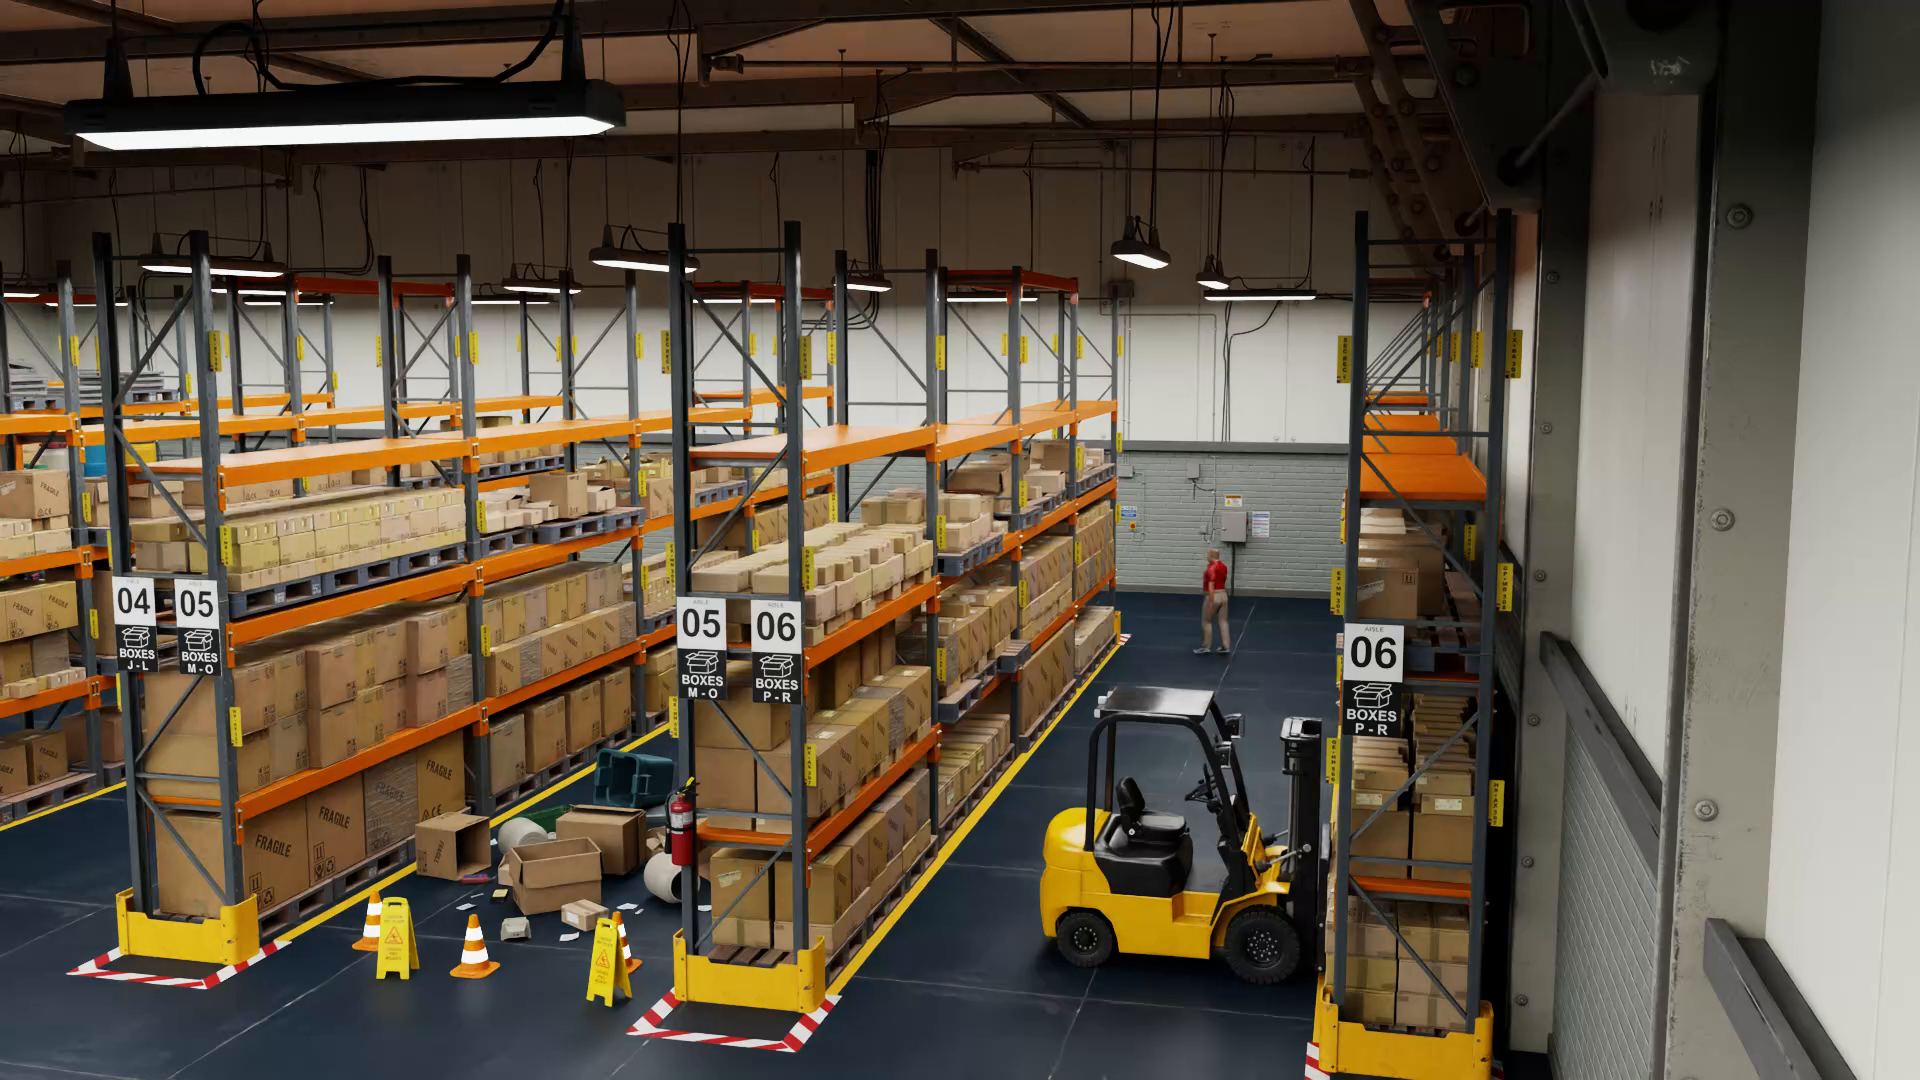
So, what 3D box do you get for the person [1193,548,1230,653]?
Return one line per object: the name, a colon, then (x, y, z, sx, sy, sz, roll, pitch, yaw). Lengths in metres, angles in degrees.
person: (4.157, 1.007, 27.215, 0.552, 1.754, 0.622, -6, 9, -41)
